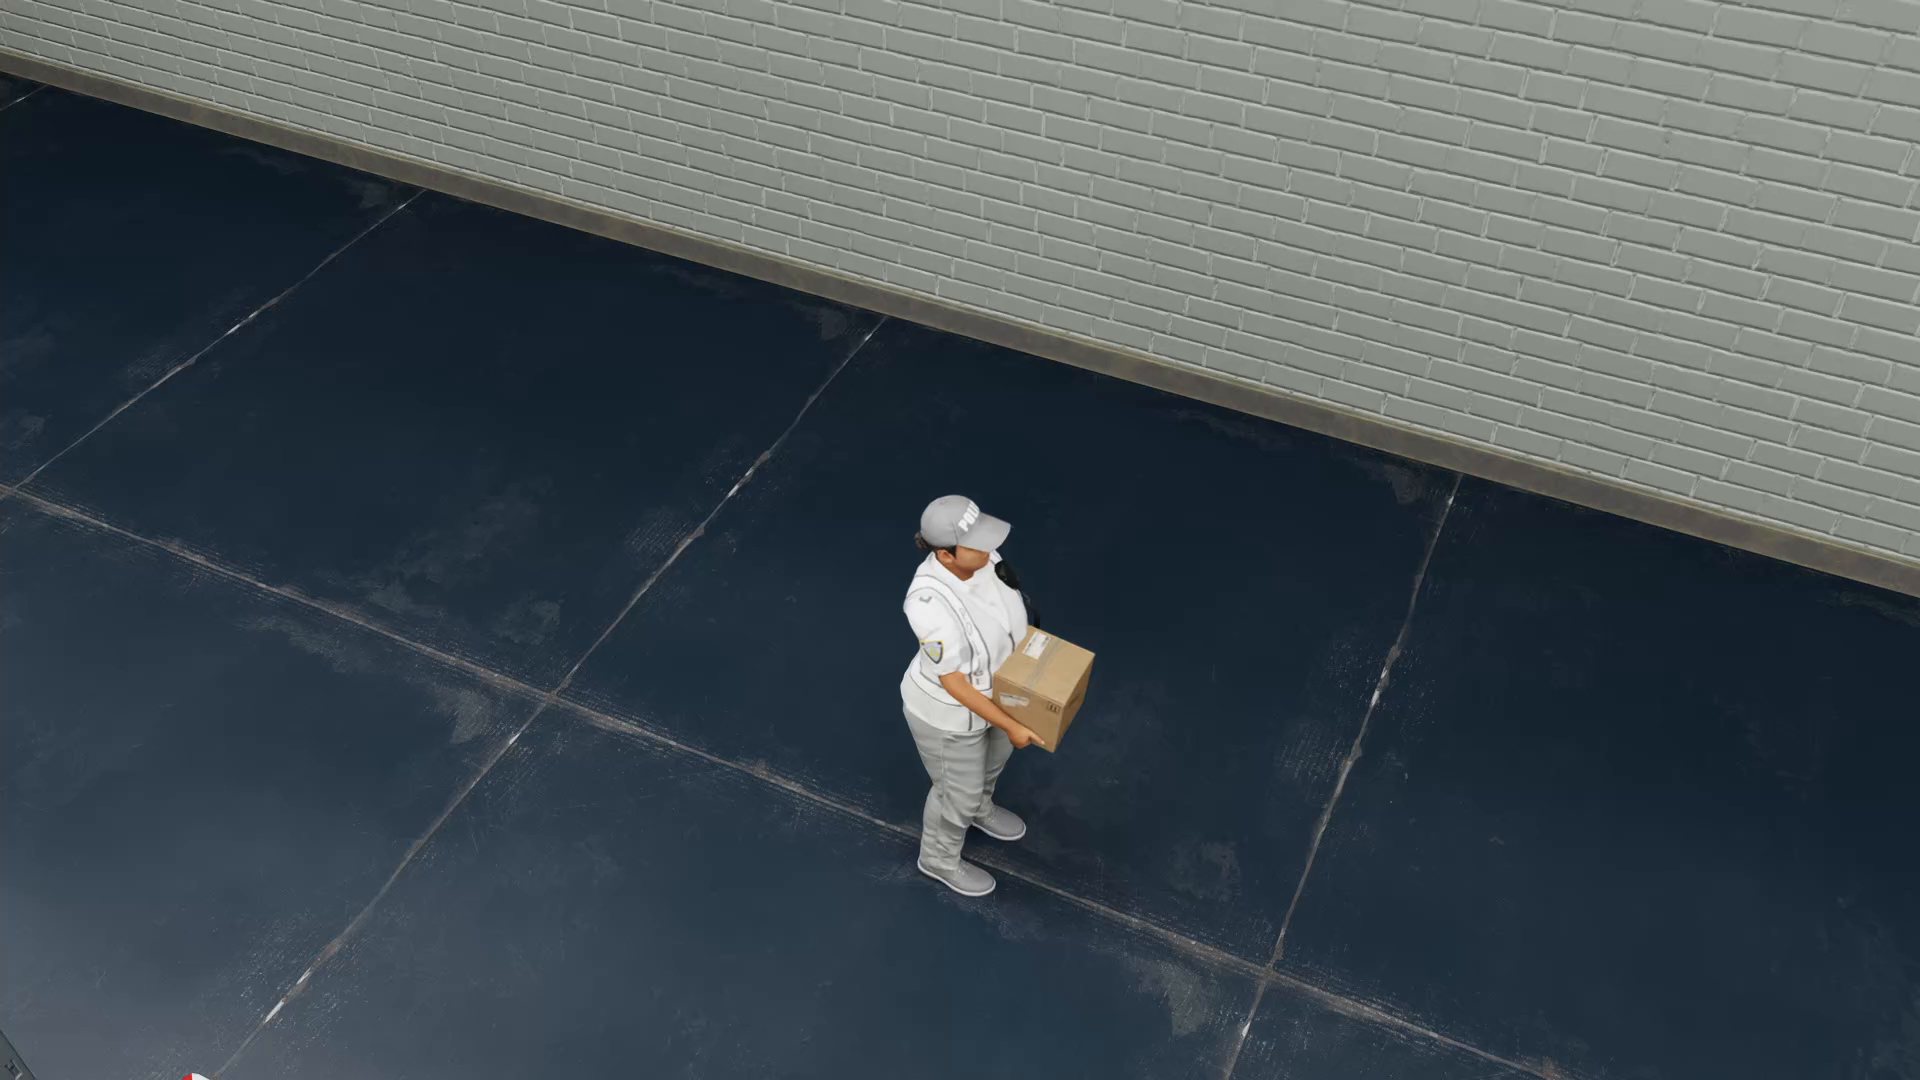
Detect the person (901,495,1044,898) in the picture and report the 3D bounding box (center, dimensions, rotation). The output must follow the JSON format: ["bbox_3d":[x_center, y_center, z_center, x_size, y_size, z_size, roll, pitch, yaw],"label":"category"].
[{"bbox_3d":[0.090,0.542,5.570,0.541,1.655,0.454,18,45,19],"label":"person"}]
